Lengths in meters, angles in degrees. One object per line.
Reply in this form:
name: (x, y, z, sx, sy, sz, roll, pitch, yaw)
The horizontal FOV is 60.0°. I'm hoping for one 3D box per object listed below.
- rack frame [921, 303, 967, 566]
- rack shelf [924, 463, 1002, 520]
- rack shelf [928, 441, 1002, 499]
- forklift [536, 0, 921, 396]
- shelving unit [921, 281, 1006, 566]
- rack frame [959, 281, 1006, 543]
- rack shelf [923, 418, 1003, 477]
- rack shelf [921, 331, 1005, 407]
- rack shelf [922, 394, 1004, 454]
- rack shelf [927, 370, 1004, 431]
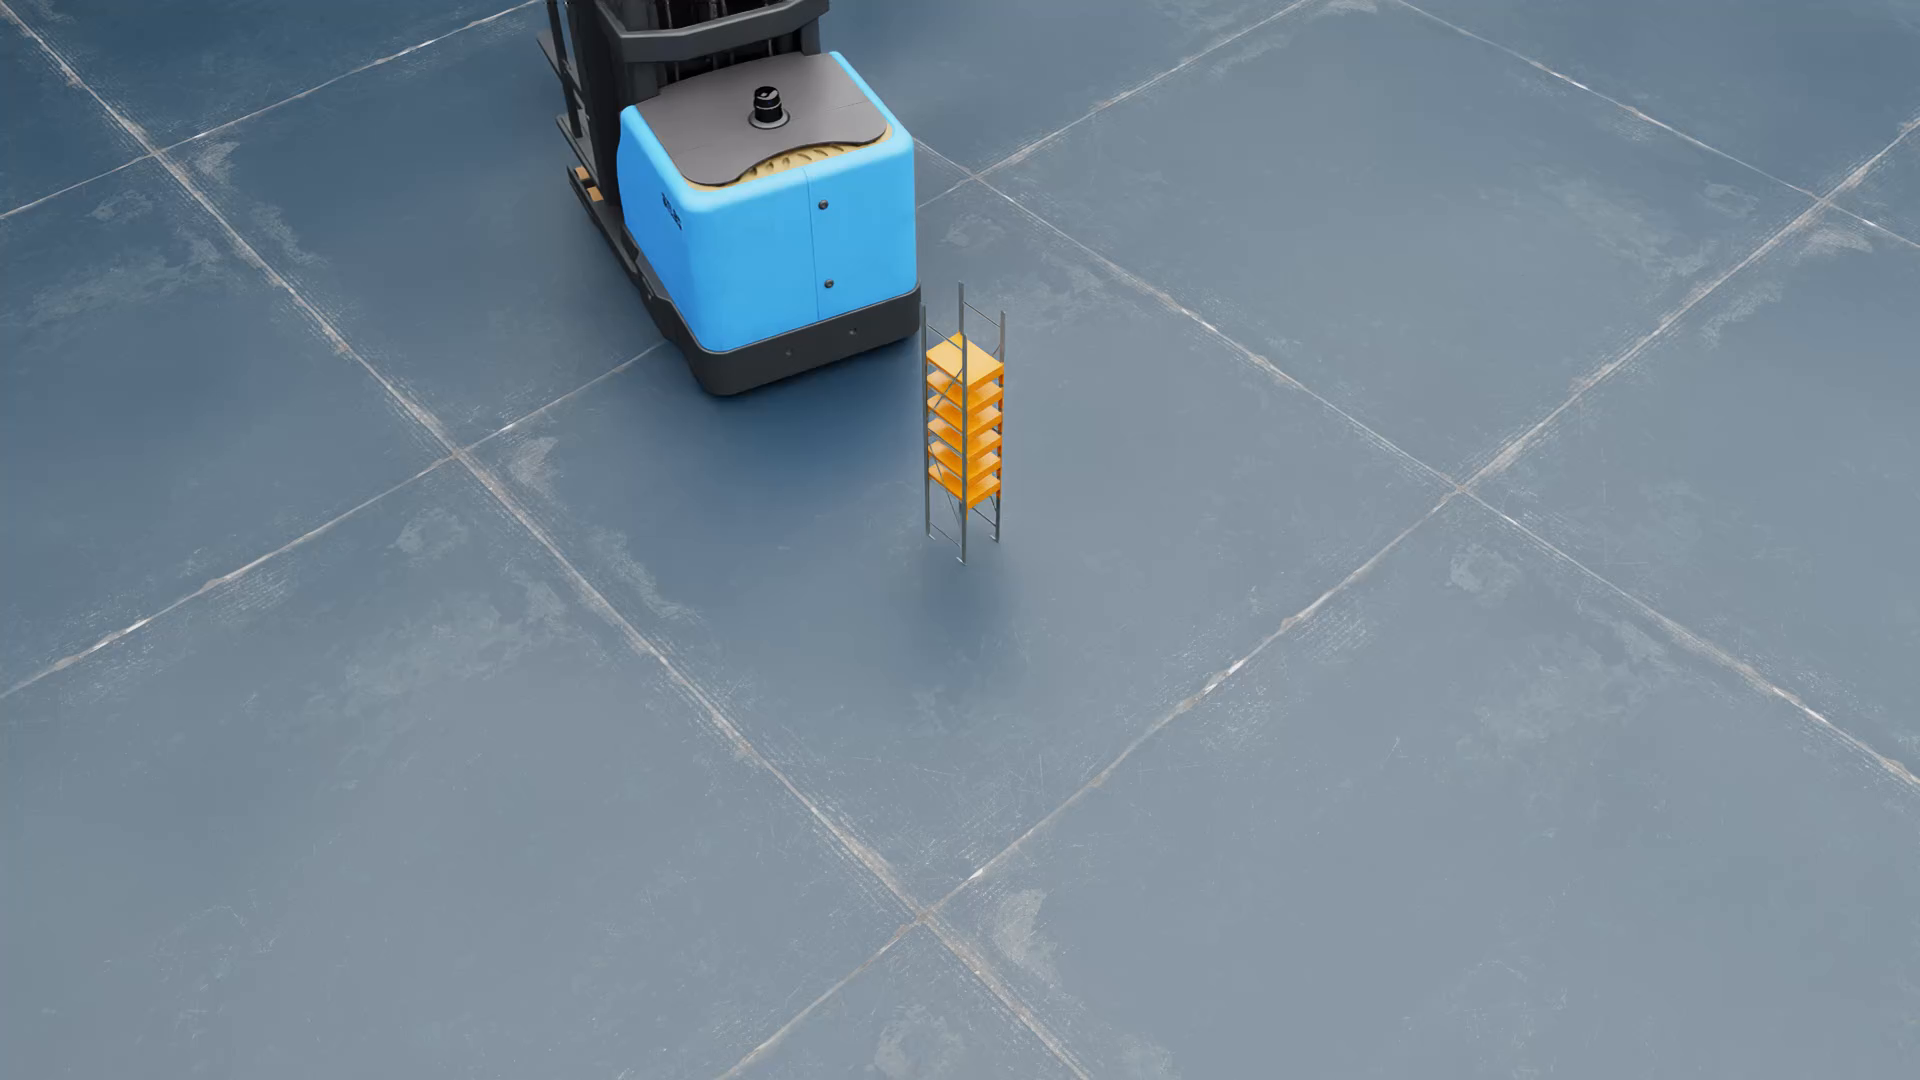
rack frame: (-0.057, -0.369, 6.274, 0.006, 1.200, 0.240, -34, 56, -27)
rack shelf: (0.011, -0.221, 6.525, 0.180, 0.103, 0.258, -34, 56, -27)
rack shelf: (0.011, -0.303, 6.436, 0.180, 0.103, 0.258, -34, 56, -27)
forklift: (-1.297, -2.711, 7.257, 1.130, 2.935, 3.031, -21, 51, -18)
shelving unit: (0.011, -0.414, 6.316, 0.189, 1.200, 0.258, -34, 56, -27)
rack frame: (0.078, -0.459, 6.357, 0.006, 1.200, 0.240, -34, 56, -27)
rack shelf: (0.011, -0.384, 6.348, 0.180, 0.103, 0.258, -34, 56, -27)
rack shelf: (0.011, -0.628, 6.084, 0.180, 0.103, 0.258, -34, 56, -27)
rack shelf: (0.011, -0.465, 6.260, 0.180, 0.103, 0.258, -34, 56, -27)
rack shelf: (0.011, -0.547, 6.172, 0.180, 0.103, 0.258, -34, 56, -27)
